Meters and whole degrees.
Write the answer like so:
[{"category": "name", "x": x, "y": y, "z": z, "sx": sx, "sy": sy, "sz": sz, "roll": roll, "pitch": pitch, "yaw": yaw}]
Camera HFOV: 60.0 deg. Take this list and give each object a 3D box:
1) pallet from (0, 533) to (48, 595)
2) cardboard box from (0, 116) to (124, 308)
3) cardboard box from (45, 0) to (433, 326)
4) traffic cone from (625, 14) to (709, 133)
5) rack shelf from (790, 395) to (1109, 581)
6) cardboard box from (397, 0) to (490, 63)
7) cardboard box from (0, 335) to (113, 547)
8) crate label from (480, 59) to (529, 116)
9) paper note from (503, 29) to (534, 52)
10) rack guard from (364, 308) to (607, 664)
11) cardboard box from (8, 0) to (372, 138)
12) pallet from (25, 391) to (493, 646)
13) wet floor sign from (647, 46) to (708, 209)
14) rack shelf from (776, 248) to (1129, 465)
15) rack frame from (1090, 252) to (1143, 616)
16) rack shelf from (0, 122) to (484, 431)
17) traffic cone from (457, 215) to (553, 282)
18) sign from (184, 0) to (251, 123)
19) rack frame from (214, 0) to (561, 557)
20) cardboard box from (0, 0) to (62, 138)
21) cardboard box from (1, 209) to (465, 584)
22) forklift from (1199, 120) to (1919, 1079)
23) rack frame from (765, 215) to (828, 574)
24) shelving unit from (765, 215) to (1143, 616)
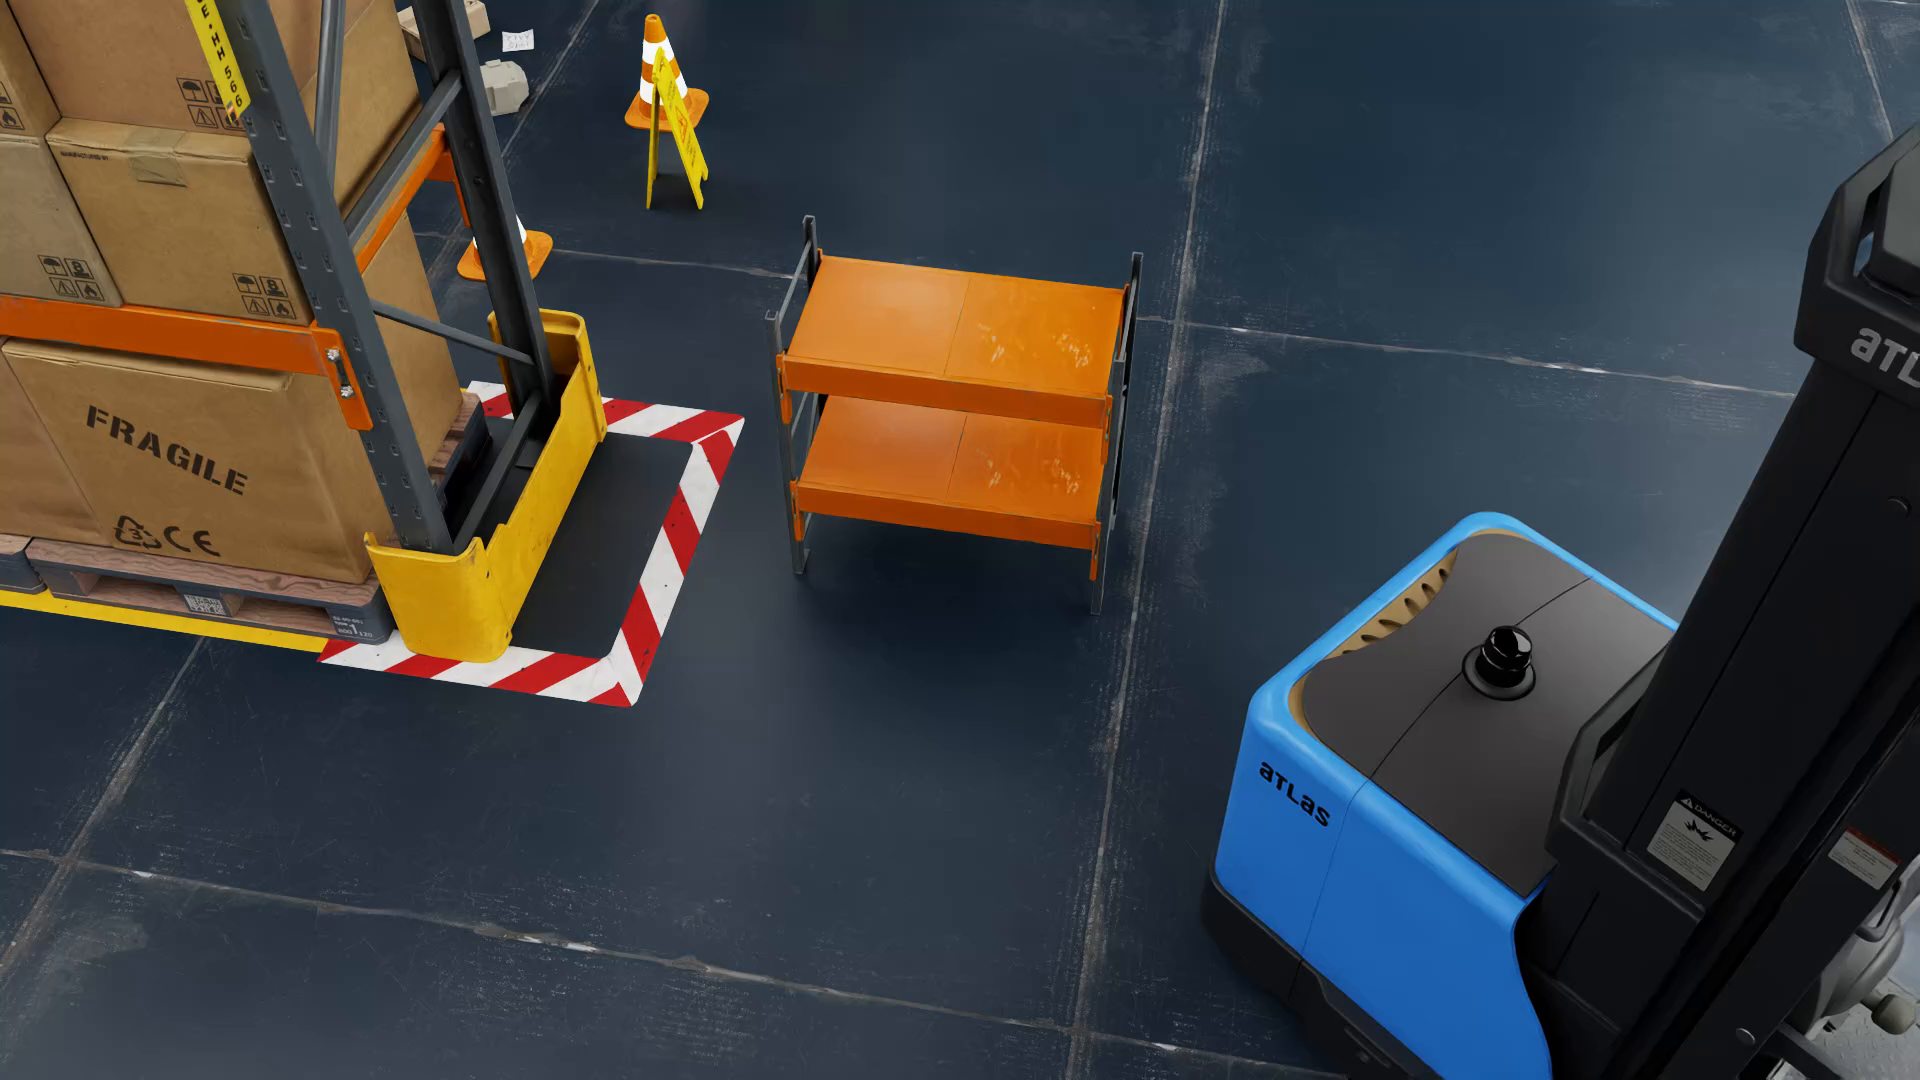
[{"category": "pallet", "x": -3.582, "y": -0.328, "z": 5.903, "sx": 1.213, "sy": 0.211, "sz": 1.003, "roll": 8, "pitch": 49, "yaw": 7}, {"category": "cardboard box", "x": -2.502, "y": -1.171, "z": 4.685, "sx": 0.550, "sy": 0.550, "sz": 0.875, "roll": 8, "pitch": 49, "yaw": 7}, {"category": "cardboard box", "x": -1.957, "y": -1.115, "z": 4.634, "sx": 0.550, "sy": 0.550, "sz": 0.875, "roll": 8, "pitch": 49, "yaw": 7}, {"category": "traffic cone", "x": -1.318, "y": -2.092, "z": 7.319, "sx": 0.334, "sy": 0.463, "sz": 0.336, "roll": 8, "pitch": 49, "yaw": 7}, {"category": "rack shelf", "x": -0.007, "y": -0.213, "z": 5.514, "sx": 1.000, "sy": 0.278, "sz": 0.538, "roll": 8, "pitch": 49, "yaw": 7}, {"category": "cardboard box", "x": -2.451, "y": -2.427, "z": 7.831, "sx": 0.250, "sy": 0.149, "sz": 0.380, "roll": 32, "pitch": 56, "yaw": 26}, {"category": "cardboard box", "x": -3.129, "y": -0.635, "z": 5.450, "sx": 0.875, "sy": 0.875, "sz": 0.875, "roll": 7, "pitch": 48, "yaw": 6}, {"category": "crate label", "x": -2.103, "y": -2.042, "z": 7.493, "sx": 0.298, "sy": 0.136, "sz": 0.250, "roll": -15, "pitch": 50, "yaw": -13}, {"category": "paper note", "x": -2.087, "y": -2.361, "z": 7.851, "sx": 0.142, "sy": 0.019, "sz": 0.148, "roll": -7, "pitch": 48, "yaw": -7}, {"category": "rack guard", "x": -1.560, "y": -0.210, "z": 5.602, "sx": 0.348, "sy": 0.500, "sz": 1.175, "roll": 8, "pitch": 49, "yaw": 7}, {"category": "cardboard box", "x": -1.942, "y": -1.537, "z": 4.288, "sx": 0.550, "sy": 0.550, "sz": 0.875, "roll": 8, "pitch": 49, "yaw": 7}, {"category": "pallet", "x": -2.385, "y": -0.165, "z": 5.756, "sx": 1.213, "sy": 0.211, "sz": 1.003, "roll": 8, "pitch": 49, "yaw": 7}, {"category": "wet floor sign", "x": -1.203, "y": -1.707, "z": 6.850, "sx": 0.232, "sy": 0.644, "sz": 0.267, "roll": 0, "pitch": 48, "yaw": 0}, {"category": "rack shelf", "x": -0.007, "y": -0.572, "z": 5.115, "sx": 1.000, "sy": 0.278, "sz": 0.538, "roll": 8, "pitch": 49, "yaw": 7}, {"category": "rack frame", "x": 0.494, "y": -0.310, "z": 5.272, "sx": 0.032, "sy": 1.125, "sz": 0.500, "roll": 8, "pitch": 49, "yaw": 7}, {"category": "rack shelf", "x": -3.552, "y": -1.073, "z": 5.181, "sx": 4.000, "sy": 0.370, "sz": 1.077, "roll": 8, "pitch": 49, "yaw": 7}, {"category": "traffic cone", "x": -1.854, "y": -1.310, "z": 6.616, "sx": 0.334, "sy": 0.463, "sz": 0.336, "roll": 8, "pitch": 49, "yaw": 7}, {"category": "sign", "x": -1.694, "y": -1.119, "z": 3.801, "sx": 0.005, "sy": 0.325, "sz": 0.100, "roll": 8, "pitch": 49, "yaw": 7}, {"category": "rack frame", "x": -1.584, "y": -1.048, "z": 4.676, "sx": 0.127, "sy": 3.000, "sz": 1.000, "roll": 8, "pitch": 49, "yaw": 7}, {"category": "cardboard box", "x": -2.500, "y": -1.542, "z": 4.292, "sx": 0.550, "sy": 0.550, "sz": 0.875, "roll": 8, "pitch": 49, "yaw": 7}, {"category": "cardboard box", "x": -2.263, "y": -0.520, "z": 5.347, "sx": 0.875, "sy": 0.875, "sz": 0.875, "roll": 8, "pitch": 49, "yaw": 7}, {"category": "forklift", "x": 2.044, "y": 0.687, "z": 3.162, "sx": 1.130, "sy": 2.935, "sz": 3.031, "roll": -34, "pitch": 57, "yaw": -27}, {"category": "rack frame", "x": -0.507, "y": -0.444, "z": 5.393, "sx": 0.032, "sy": 1.125, "sz": 0.500, "roll": 8, "pitch": 49, "yaw": 7}, {"category": "shelving unit", "x": -0.007, "y": -0.377, "z": 5.332, "sx": 1.048, "sy": 1.125, "sz": 0.538, "roll": 8, "pitch": 49, "yaw": 7}]
